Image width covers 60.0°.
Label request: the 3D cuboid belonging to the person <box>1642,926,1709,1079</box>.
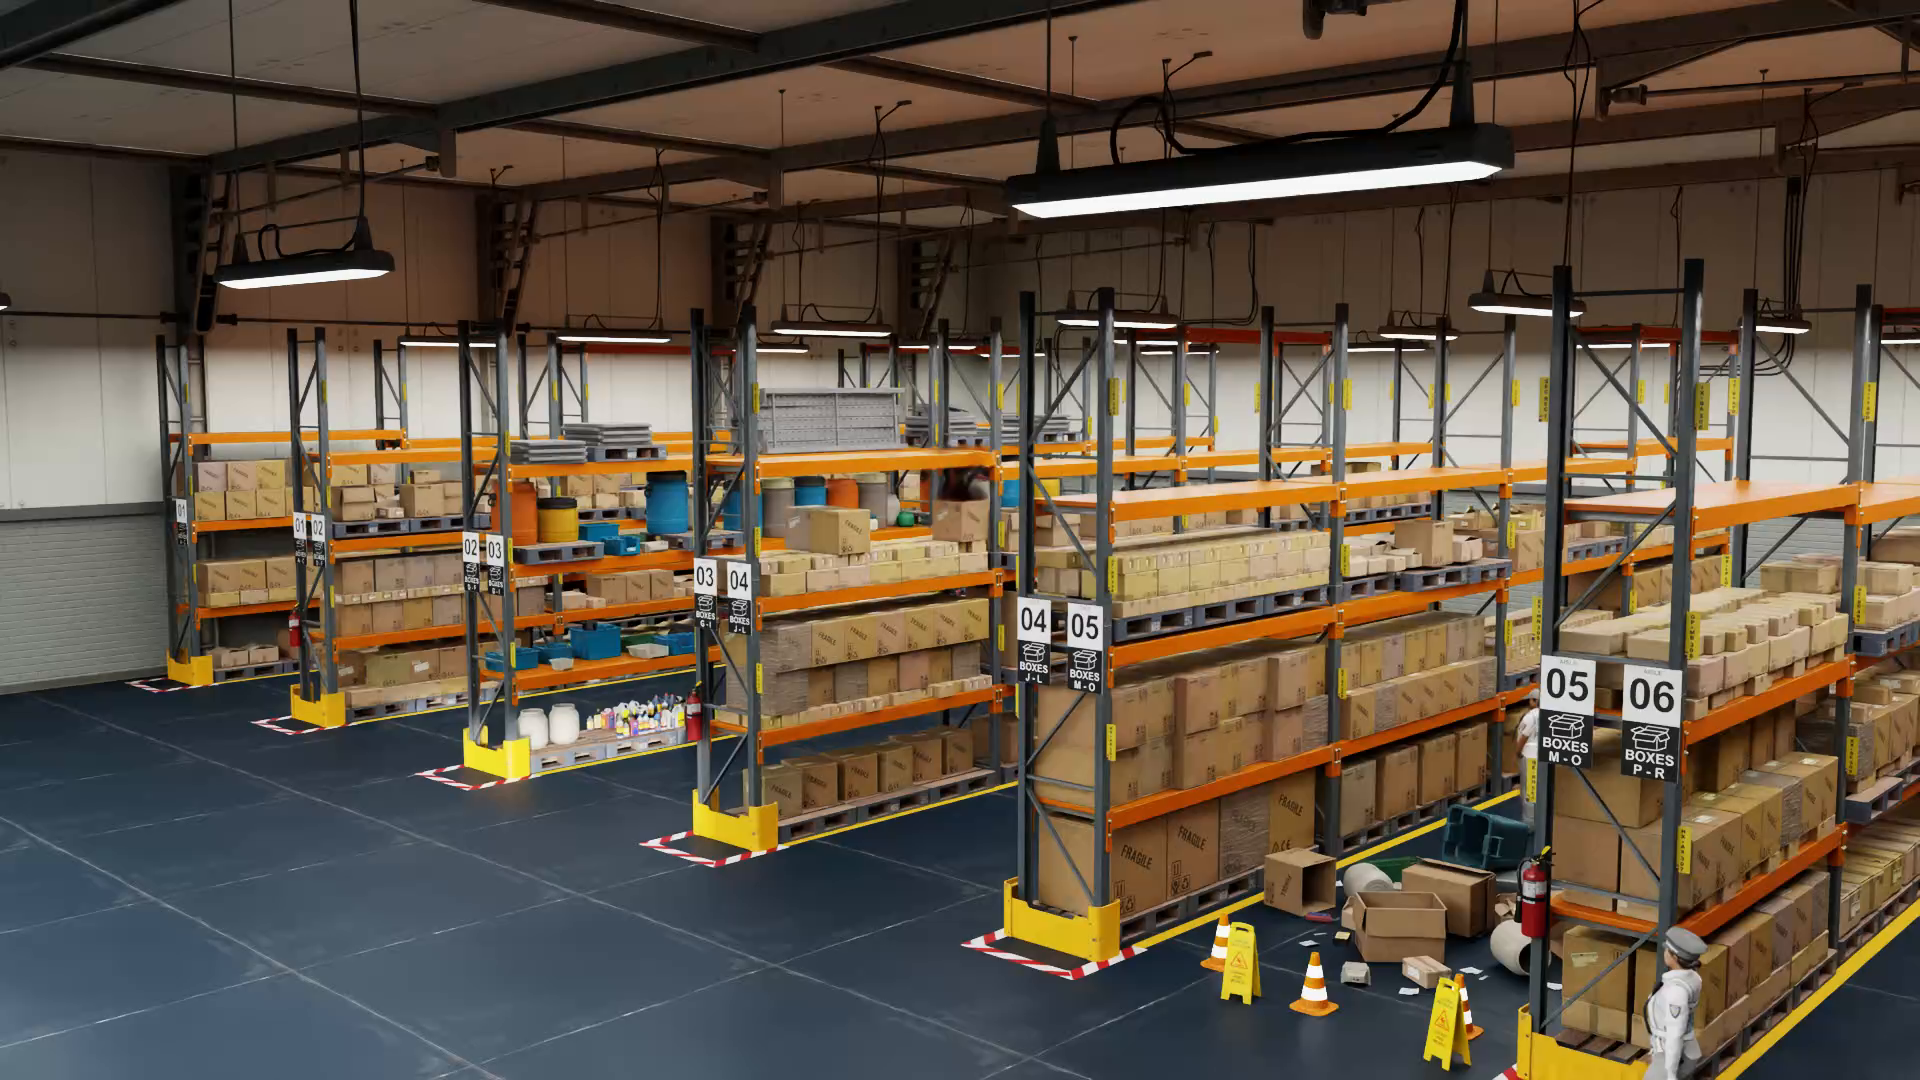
[{"bbox_3d":[4.522,3.322,10.644,0.450,1.718,0.507,1,6,13],"label":"person"}]

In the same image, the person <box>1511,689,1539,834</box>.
[{"bbox_3d":[6.625,2.545,19.130,0.505,1.675,0.408,-2,6,-21],"label":"person"}]
